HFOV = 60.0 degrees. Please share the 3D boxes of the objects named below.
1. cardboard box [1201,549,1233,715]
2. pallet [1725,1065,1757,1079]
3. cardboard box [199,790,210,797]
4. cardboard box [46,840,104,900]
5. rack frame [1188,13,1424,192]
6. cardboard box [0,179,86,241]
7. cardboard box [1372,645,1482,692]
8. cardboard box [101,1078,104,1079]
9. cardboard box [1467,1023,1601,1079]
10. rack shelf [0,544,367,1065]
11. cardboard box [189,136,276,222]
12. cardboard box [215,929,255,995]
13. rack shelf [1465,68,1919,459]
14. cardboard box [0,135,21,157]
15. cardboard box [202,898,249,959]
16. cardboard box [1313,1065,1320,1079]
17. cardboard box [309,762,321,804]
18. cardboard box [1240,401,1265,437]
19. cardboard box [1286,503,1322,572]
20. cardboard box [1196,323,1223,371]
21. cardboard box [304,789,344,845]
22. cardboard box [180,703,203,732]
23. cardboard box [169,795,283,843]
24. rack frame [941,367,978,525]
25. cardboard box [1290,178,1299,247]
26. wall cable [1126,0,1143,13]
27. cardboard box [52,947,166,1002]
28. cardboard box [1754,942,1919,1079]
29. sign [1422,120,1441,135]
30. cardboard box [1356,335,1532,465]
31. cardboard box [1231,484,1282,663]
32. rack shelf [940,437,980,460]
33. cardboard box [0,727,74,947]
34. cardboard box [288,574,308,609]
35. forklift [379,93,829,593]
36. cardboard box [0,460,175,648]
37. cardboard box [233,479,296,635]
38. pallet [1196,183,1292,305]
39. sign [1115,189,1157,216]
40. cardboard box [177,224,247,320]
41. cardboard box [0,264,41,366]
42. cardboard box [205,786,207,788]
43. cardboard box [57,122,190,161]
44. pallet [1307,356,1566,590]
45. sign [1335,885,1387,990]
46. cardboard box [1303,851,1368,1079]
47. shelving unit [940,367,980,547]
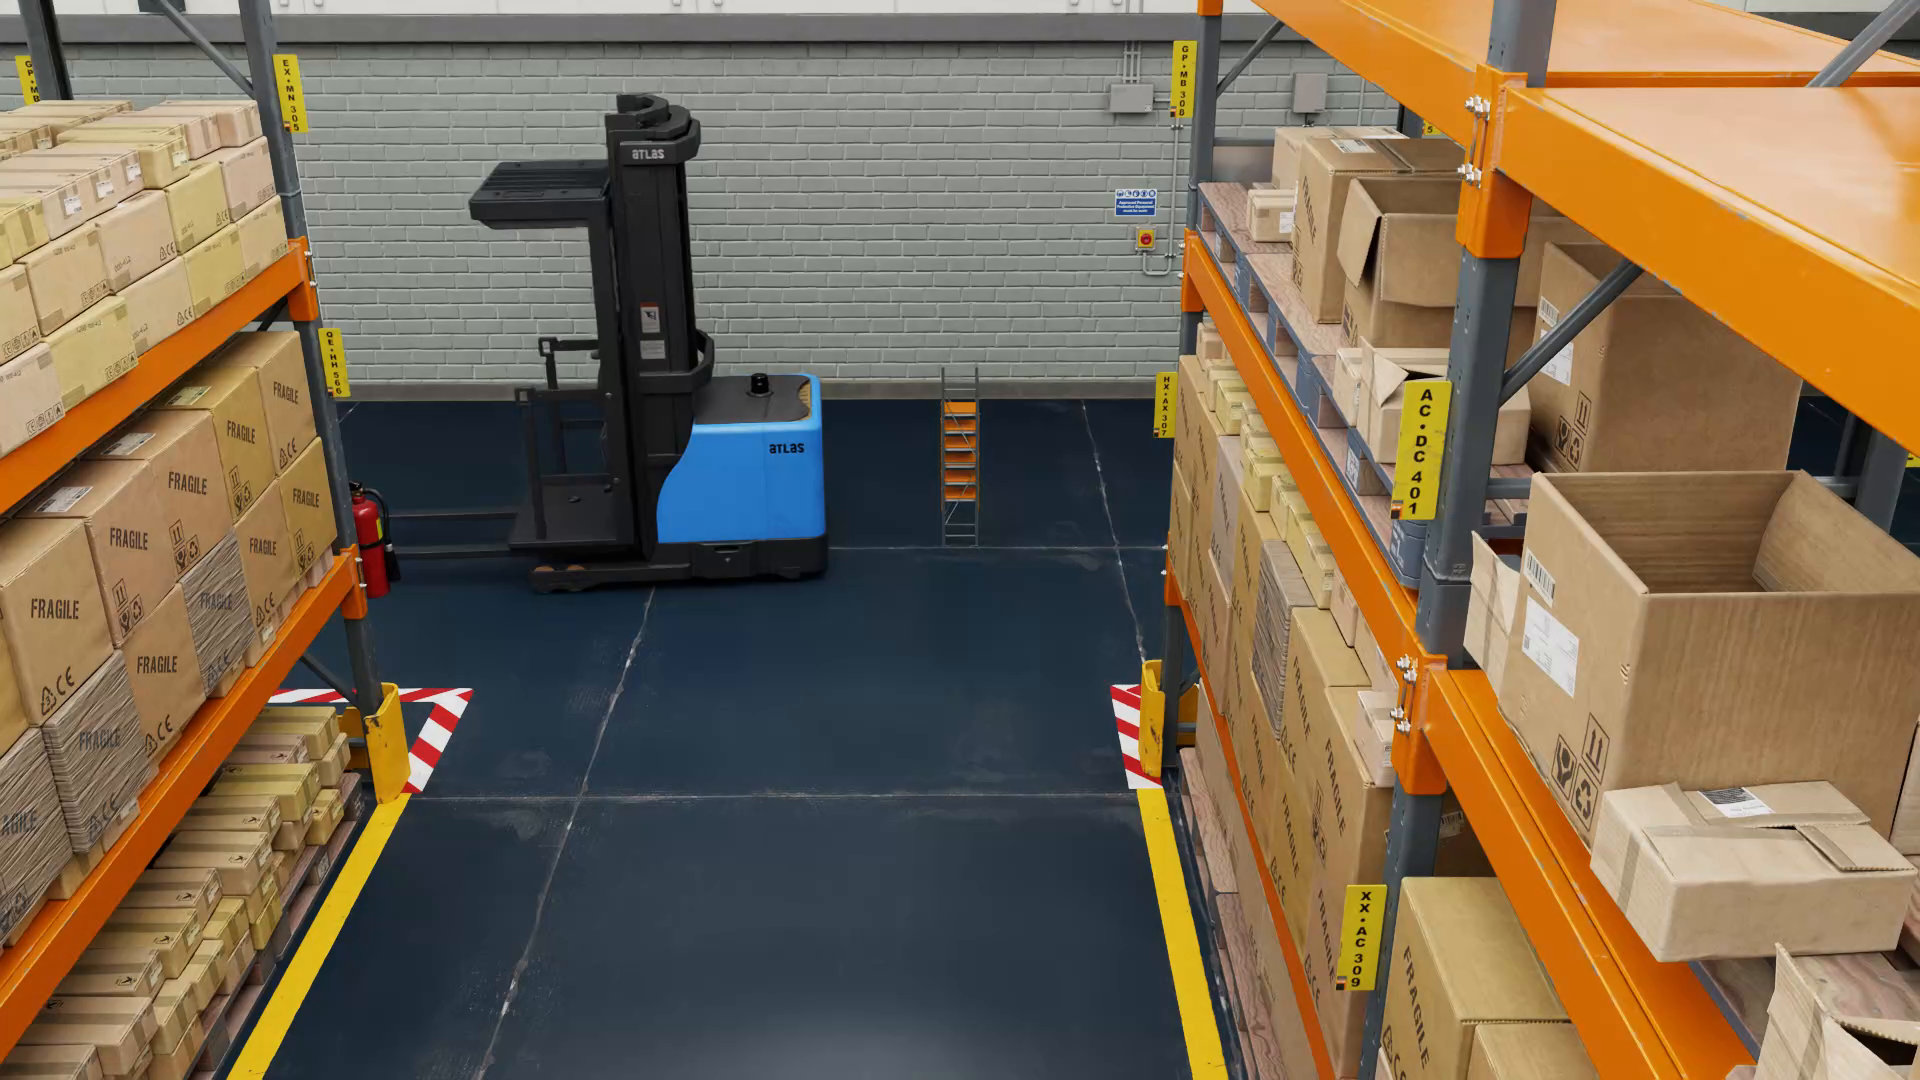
[{"bbox_3d":[1.269,0.363,6.686,0.500,0.500,0.500,0,24,-1],"label":"cardboard box"},{"bbox_3d":[1.542,1.082,1.808,1.003,0.211,1.213,1,24,2],"label":"pallet"},{"bbox_3d":[-3.649,1.288,7.712,0.380,0.149,0.250,0,24,-1],"label":"cardboard box"},{"bbox_3d":[-3.118,1.068,5.554,0.380,0.149,0.250,0,24,0],"label":"cardboard box"},{"bbox_3d":[1.530,-2.942,6.835,1.000,3.000,0.127,0,24,-1],"label":"rack frame"},{"bbox_3d":[-3.127,-1.083,5.455,0.380,0.149,0.250,-1,24,-2],"label":"cardboard box"},{"bbox_3d":[1.357,0.408,4.585,0.380,0.149,0.250,0,24,1],"label":"cardboard box"},{"bbox_3d":[-3.191,2.010,5.756,0.380,0.149,0.250,-1,24,-3],"label":"cardboard box"},{"bbox_3d":[1.324,1.331,3.333,0.500,0.500,0.500,0,24,-1],"label":"cardboard box"},{"bbox_3d":[-3.397,1.007,6.256,1.077,0.370,4.000,0,24,-1],"label":"rack shelf"},{"bbox_3d":[-3.160,-1.482,6.822,0.500,0.250,0.500,-1,24,-2],"label":"cardboard box"},{"bbox_3d":[-3.120,1.713,6.772,0.380,0.149,0.250,0,24,0],"label":"cardboard box"},{"bbox_3d":[1.595,0.041,1.599,1.077,0.370,4.000,0,24,-1],"label":"rack shelf"},{"bbox_3d":[-3.727,-1.400,6.158,0.380,0.149,0.250,0,24,0],"label":"cardboard box"},{"bbox_3d":[-3.118,1.577,6.712,0.380,0.149,0.250,1,24,2],"label":"cardboard box"},{"bbox_3d":[1.674,2.157,5.441,0.875,0.438,0.875,-1,24,-1],"label":"cardboard box"},{"bbox_3d":[-3.179,1.152,7.653,0.380,0.149,0.250,-1,24,-2],"label":"cardboard box"},{"bbox_3d":[1.295,-0.426,6.430,0.380,0.149,0.250,0,24,0],"label":"cardboard box"},{"bbox_3d":[1.301,-0.009,5.509,0.380,0.149,0.250,-1,24,-2],"label":"cardboard box"},{"bbox_3d":[1.257,-0.858,7.384,0.380,0.149,0.250,0,24,1],"label":"cardboard box"},{"bbox_3d":[-3.101,1.285,7.720,0.380,0.149,0.250,0,24,1],"label":"cardboard box"},{"bbox_3d":[-3.207,0.634,6.513,0.380,0.149,0.250,-1,24,-3],"label":"cardboard box"},{"bbox_3d":[-3.145,1.226,7.127,0.380,0.149,0.250,-1,24,-3],"label":"cardboard box"},{"bbox_3d":[-0.001,-0.578,11.073,0.240,1.200,0.006,0,24,-1],"label":"rack frame"},{"bbox_3d":[1.496,-1.154,6.000,0.500,0.311,0.500,0,24,0],"label":"cardboard box"},{"bbox_3d":[1.186,-5.285,12.014,0.463,3.000,0.029,0,24,-1],"label":"wall cable"},{"bbox_3d":[-3.200,1.655,6.179,0.380,0.149,0.250,-1,24,-3],"label":"cardboard box"},{"bbox_3d":[1.243,0.697,2.081,0.396,0.266,0.258,2,24,4],"label":"cardboard box"},{"bbox_3d":[2.072,-1.939,7.279,0.100,0.325,0.005,0,24,-1],"label":"sign"},{"bbox_3d":[1.246,-0.364,4.308,0.396,0.266,0.258,1,24,1],"label":"cardboard box"},{"bbox_3d":[1.282,0.120,6.010,0.500,0.500,0.500,0,24,0],"label":"cardboard box"},{"bbox_3d":[0.000,-0.610,10.958,0.258,0.103,0.180,0,24,-1],"label":"rack shelf"},{"bbox_3d":[-3.141,0.914,5.108,0.500,0.500,0.500,0,24,-1],"label":"cardboard box"},{"bbox_3d":[-3.168,0.206,7.460,0.380,0.149,0.250,0,24,-1],"label":"cardboard box"},{"bbox_3d":[-2.392,-1.228,10.409,3.031,2.935,1.130,-2,24,-5],"label":"forklift"},{"bbox_3d":[-3.136,0.047,5.810,0.500,0.500,0.500,-1,24,-2],"label":"cardboard box"},{"bbox_3d":[-3.156,0.071,6.972,0.500,0.500,0.500,-1,24,-1],"label":"cardboard box"},{"bbox_3d":[1.548,-1.229,6.795,1.003,0.211,1.213,0,24,-1],"label":"pallet"},{"bbox_3d":[1.396,-2.680,13.208,0.327,0.218,0.001,0,24,-1],"label":"sign"},{"bbox_3d":[-3.137,-1.046,6.466,0.500,0.250,0.500,0,24,0],"label":"cardboard box"},{"bbox_3d":[-3.133,-0.635,4.948,0.500,0.250,0.500,0,24,0],"label":"cardboard box"},{"bbox_3d":[-3.670,1.045,7.889,0.380,0.149,0.250,1,24,2],"label":"cardboard box"},{"bbox_3d":[-3.213,-1.509,6.398,0.380,0.149,0.250,-1,24,-2],"label":"cardboard box"},{"bbox_3d":[1.575,-0.224,4.572,1.003,0.211,1.213,0,24,-1],"label":"pallet"},{"bbox_3d":[1.018,1.012,4.225,0.100,0.325,0.005,0,24,-1],"label":"sign"},{"bbox_3d":[1.313,1.204,4.826,0.500,0.500,0.500,0,24,0],"label":"cardboard box"},{"bbox_3d":[0.000,-0.541,10.990,0.258,1.200,0.189,0,24,-1],"label":"shelving unit"}]
